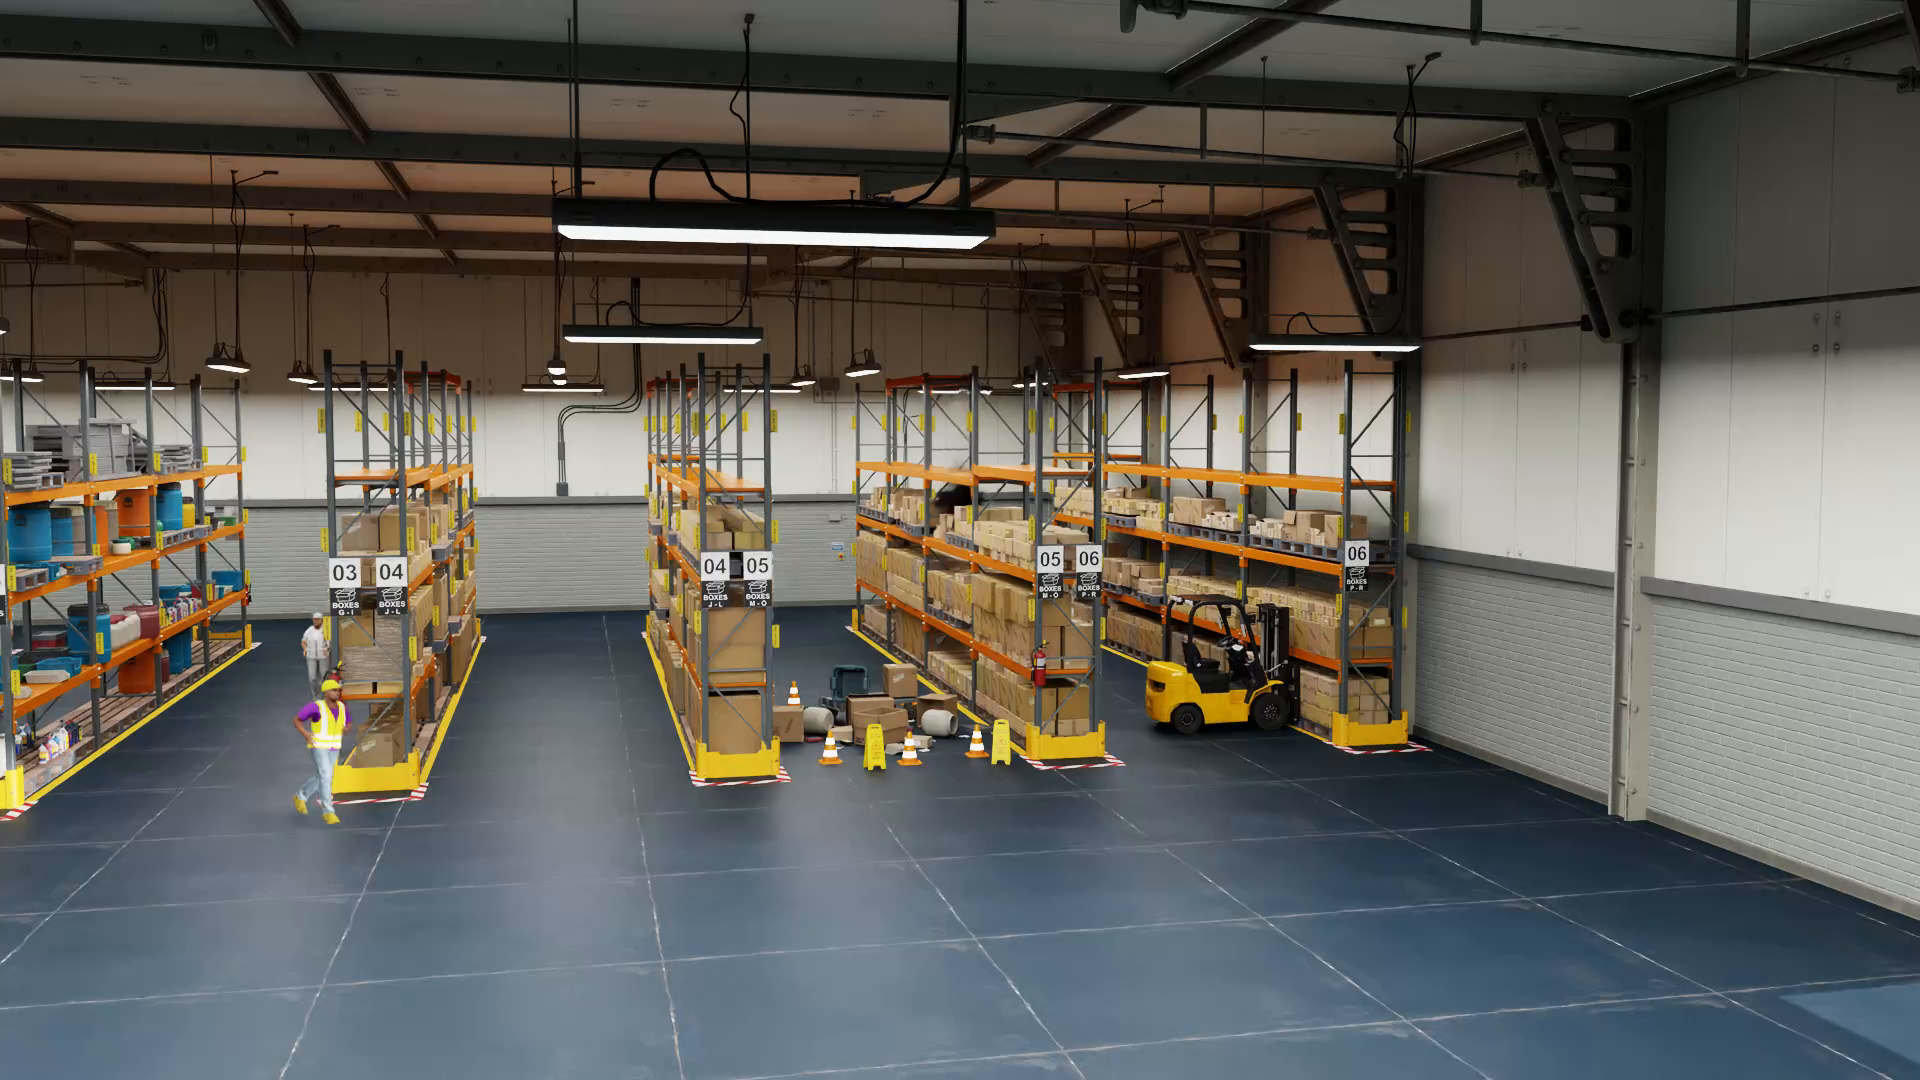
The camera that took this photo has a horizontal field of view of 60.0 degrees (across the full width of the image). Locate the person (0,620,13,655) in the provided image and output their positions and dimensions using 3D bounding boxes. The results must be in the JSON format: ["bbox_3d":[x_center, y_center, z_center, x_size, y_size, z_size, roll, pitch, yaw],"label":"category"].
[{"bbox_3d":[-17.860,2.026,30.860,0.545,1.711,0.682,-1,4,-19],"label":"person"}]

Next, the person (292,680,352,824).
[{"bbox_3d":[-8.076,2.662,21.205,0.919,1.771,0.725,2,5,28],"label":"person"}]

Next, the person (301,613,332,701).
[{"bbox_3d":[-11.534,2.114,29.898,0.608,1.617,0.599,-1,4,-11],"label":"person"}]
